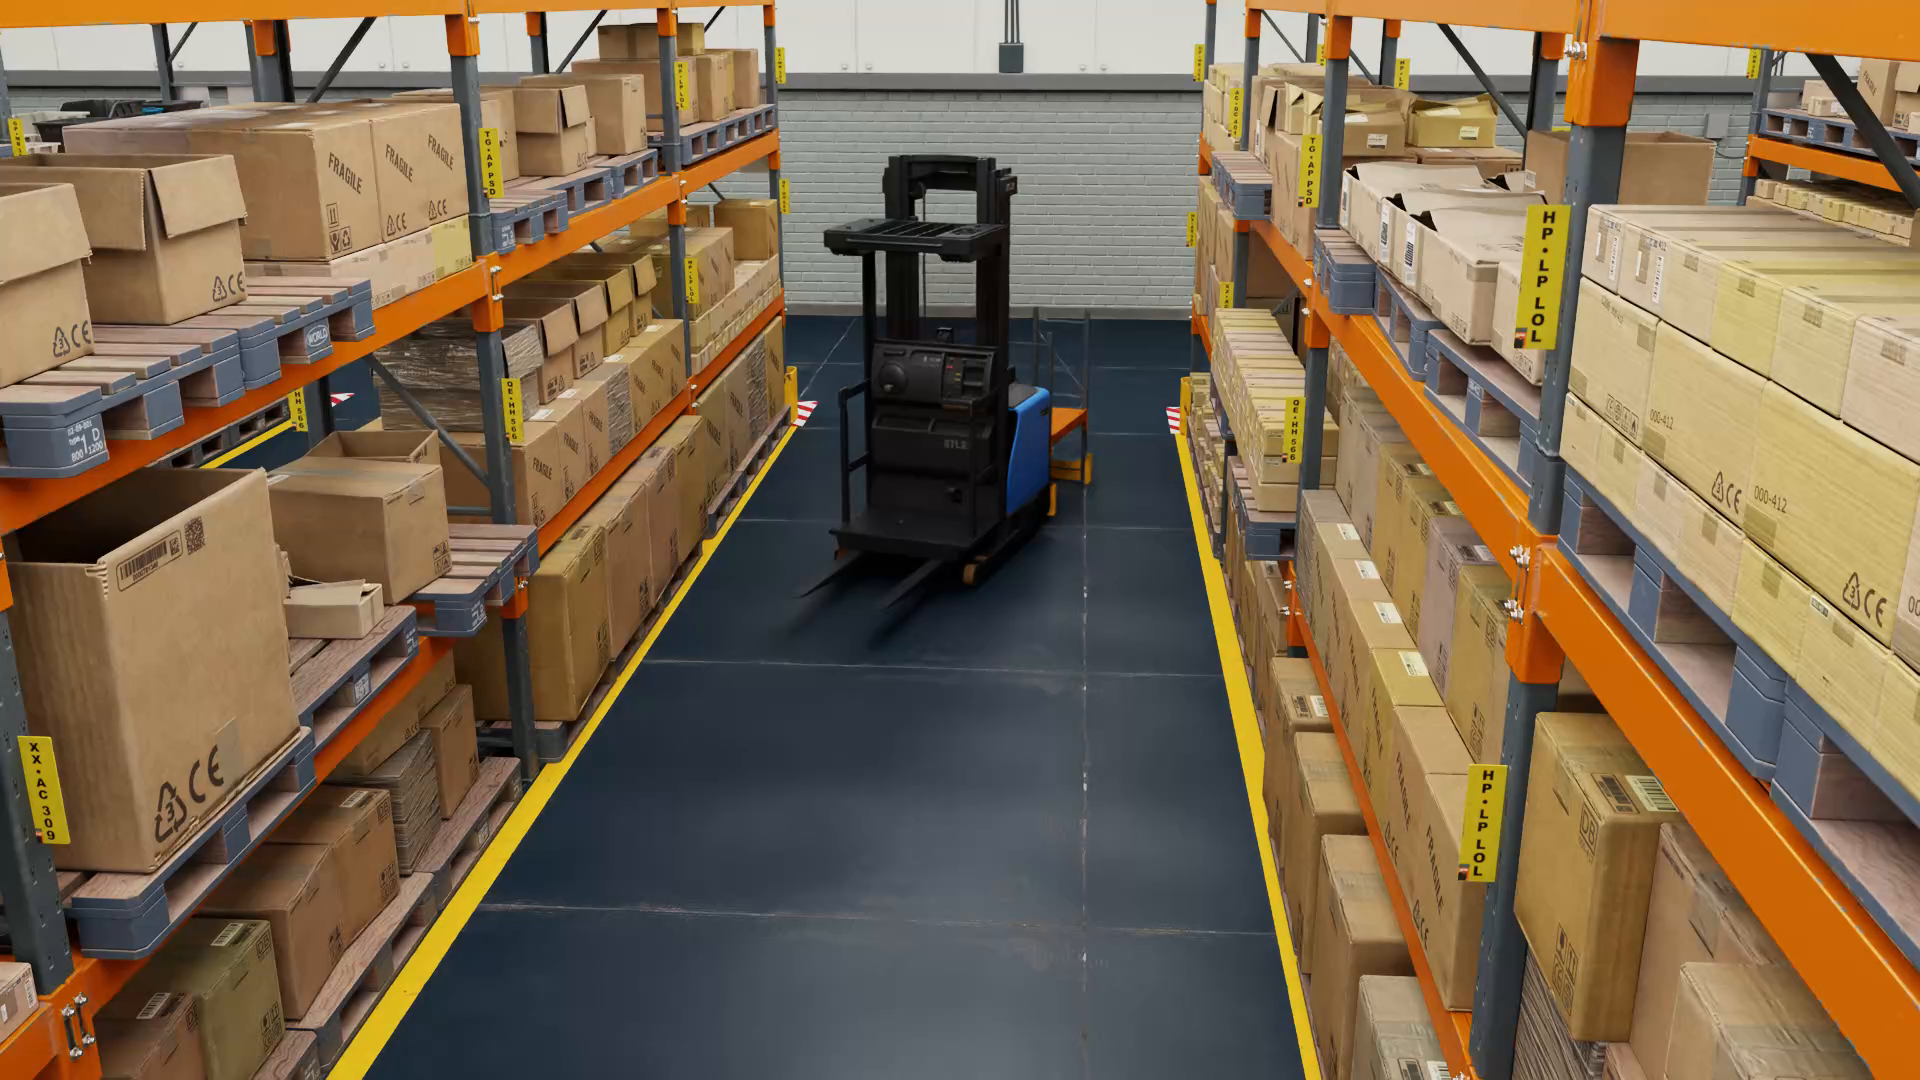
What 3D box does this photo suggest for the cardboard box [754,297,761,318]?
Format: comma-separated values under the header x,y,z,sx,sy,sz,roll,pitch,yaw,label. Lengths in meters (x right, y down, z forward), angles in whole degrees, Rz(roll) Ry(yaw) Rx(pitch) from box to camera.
x,y,z,sx,sy,sz,roll,pitch,yaw,label
-1.987,-2.078,14.850,0.380,0.149,0.250,1,18,3,cardboard box

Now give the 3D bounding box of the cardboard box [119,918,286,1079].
x,y,z,sx,sy,sz,roll,pitch,yaw,label
-2.960,1.736,6.117,0.700,0.500,0.500,1,18,4,cardboard box

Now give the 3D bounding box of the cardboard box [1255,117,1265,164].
x,y,z,sx,sy,sz,roll,pitch,yaw,label
2.162,-2.562,10.575,0.500,0.311,0.500,1,18,3,cardboard box

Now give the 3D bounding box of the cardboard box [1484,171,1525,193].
x,y,z,sx,sy,sz,roll,pitch,yaw,label
2.372,-1.304,6.577,0.500,0.311,0.500,1,18,4,cardboard box

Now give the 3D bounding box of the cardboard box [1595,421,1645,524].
x,y,z,sx,sy,sz,roll,pitch,yaw,label
1.479,-0.130,3.254,0.380,0.149,0.250,1,18,4,cardboard box

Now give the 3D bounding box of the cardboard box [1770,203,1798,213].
x,y,z,sx,sy,sz,roll,pitch,yaw,label
7.317,-2.630,14.367,0.500,0.500,0.500,1,18,2,cardboard box

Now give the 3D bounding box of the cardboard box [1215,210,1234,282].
x,y,z,sx,sy,sz,roll,pitch,yaw,label
2.230,-2.224,12.650,0.500,0.500,0.500,1,18,2,cardboard box

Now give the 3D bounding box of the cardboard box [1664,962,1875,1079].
x,y,z,sx,sy,sz,roll,pitch,yaw,label
1.701,1.104,2.760,0.875,0.550,0.550,1,18,4,cardboard box

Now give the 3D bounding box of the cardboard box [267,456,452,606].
x,y,z,sx,sy,sz,roll,pitch,yaw,label
-2.731,-0.050,7.424,0.700,0.500,0.500,4,19,12,cardboard box

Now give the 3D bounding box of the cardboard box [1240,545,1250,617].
x,y,z,sx,sy,sz,roll,pitch,yaw,label
2.057,0.292,10.556,0.500,0.500,0.500,2,18,5,cardboard box

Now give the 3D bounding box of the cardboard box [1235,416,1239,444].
x,y,z,sx,sy,sz,roll,pitch,yaw,label
1.822,-0.647,9.810,0.380,0.149,0.250,2,18,6,cardboard box

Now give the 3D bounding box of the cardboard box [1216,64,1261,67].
x,y,z,sx,sy,sz,roll,pitch,yaw,label
2.435,-4.097,14.590,0.380,0.149,0.250,2,18,6,cardboard box

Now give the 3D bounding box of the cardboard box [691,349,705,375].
x,y,z,sx,sy,sz,roll,pitch,yaw,label
-2.152,-1.355,12.644,0.380,0.149,0.250,1,18,4,cardboard box

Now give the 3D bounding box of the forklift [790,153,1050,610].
x,y,z,sx,sy,sz,roll,pitch,yaw,label
-0.277,-1.206,11.897,1.130,2.935,3.031,7,19,20,forklift

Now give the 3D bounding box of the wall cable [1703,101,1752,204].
x,y,z,sx,sy,sz,roll,pitch,yaw,label
9.462,-4.617,20.566,0.588,1.984,0.122,1,18,4,wall cable

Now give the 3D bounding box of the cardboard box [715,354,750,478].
x,y,z,sx,sy,sz,roll,pitch,yaw,label
-2.314,-1.062,14.086,0.875,0.875,0.875,1,18,4,cardboard box

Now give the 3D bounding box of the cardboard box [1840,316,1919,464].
x,y,z,sx,sy,sz,roll,pitch,yaw,label
1.406,-0.194,2.170,0.380,0.149,0.250,1,18,4,cardboard box

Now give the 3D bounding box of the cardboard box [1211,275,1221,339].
x,y,z,sx,sy,sz,roll,pitch,yaw,label
2.226,-1.754,12.822,0.500,0.500,0.500,1,18,2,cardboard box

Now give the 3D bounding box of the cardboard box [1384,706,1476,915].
x,y,z,sx,sy,sz,roll,pitch,yaw,label
1.668,0.864,5.307,0.500,0.500,0.500,1,18,3,cardboard box

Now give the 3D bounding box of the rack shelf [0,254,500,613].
x,y,z,sx,sy,sz,roll,pitch,yaw,label
-2.935,-0.610,6.305,1.077,0.370,4.000,1,18,4,rack shelf

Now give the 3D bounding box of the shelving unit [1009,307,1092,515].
x,y,z,sx,sy,sz,roll,pitch,yaw,label
0.683,-1.100,13.872,0.587,1.500,1.083,7,19,20,shelving unit

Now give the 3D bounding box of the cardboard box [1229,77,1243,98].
x,y,z,sx,sy,sz,roll,pitch,yaw,label
2.169,-3.291,12.131,0.380,0.149,0.250,1,18,4,cardboard box

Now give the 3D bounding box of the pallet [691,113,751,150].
x,y,z,sx,sy,sz,roll,pitch,yaw,label
-2.346,-3.405,13.822,1.003,0.211,1.213,1,18,4,pallet

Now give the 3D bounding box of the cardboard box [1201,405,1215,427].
x,y,z,sx,sy,sz,roll,pitch,yaw,label
2.270,-1.053,14.269,0.380,0.149,0.250,2,18,5,cardboard box

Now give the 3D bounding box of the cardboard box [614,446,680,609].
x,y,z,sx,sy,sz,roll,pitch,yaw,label
-2.594,-0.103,11.158,1.225,0.875,0.875,1,18,2,cardboard box

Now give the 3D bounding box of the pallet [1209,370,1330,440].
x,y,z,sx,sy,sz,roll,pitch,yaw,label
2.235,-0.922,11.229,1.003,0.211,1.213,1,18,4,pallet

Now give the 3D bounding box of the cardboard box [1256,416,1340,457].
x,y,z,sx,sy,sz,roll,pitch,yaw,label
1.726,-0.531,8.499,0.380,0.149,0.250,1,18,2,cardboard box

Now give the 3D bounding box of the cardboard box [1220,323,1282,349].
x,y,z,sx,sy,sz,roll,pitch,yaw,label
1.913,-1.332,10.945,0.380,0.149,0.250,1,18,4,cardboard box

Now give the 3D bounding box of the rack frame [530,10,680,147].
x,y,z,sx,sy,sz,roll,pitch,yaw,label
-2.505,-4.241,11.413,1.000,3.000,0.127,1,18,4,rack frame

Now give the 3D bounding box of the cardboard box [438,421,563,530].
x,y,z,sx,sy,sz,roll,pitch,yaw,label
-2.486,-0.340,8.983,0.500,0.500,0.500,2,18,6,cardboard box

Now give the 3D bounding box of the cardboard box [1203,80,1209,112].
x,y,z,sx,sy,sz,roll,pitch,yaw,label
2.430,-3.948,14.776,0.500,0.250,0.500,2,18,5,cardboard box

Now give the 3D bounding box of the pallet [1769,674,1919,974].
x,y,z,sx,sy,sz,roll,pitch,yaw,label
1.702,0.485,1.950,1.003,0.211,1.213,1,18,4,pallet

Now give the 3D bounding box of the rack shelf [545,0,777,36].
x,y,z,sx,sy,sz,roll,pitch,yaw,label
-2.362,-4.330,13.483,1.077,0.370,4.000,1,18,4,rack shelf

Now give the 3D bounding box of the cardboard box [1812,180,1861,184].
x,y,z,sx,sy,sz,roll,pitch,yaw,label
7.840,-3.126,14.837,0.380,0.149,0.250,2,18,5,cardboard box

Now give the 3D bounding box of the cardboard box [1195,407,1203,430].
x,y,z,sx,sy,sz,roll,pitch,yaw,label
2.296,-1.080,14.829,0.380,0.149,0.250,2,18,6,cardboard box

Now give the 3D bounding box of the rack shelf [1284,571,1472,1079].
x,y,z,sx,sy,sz,roll,pitch,yaw,label
2.005,0.958,6.339,1.077,0.370,4.000,1,18,4,rack shelf

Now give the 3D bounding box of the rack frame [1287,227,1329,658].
x,y,z,sx,sy,sz,roll,pitch,yaw,label
2.148,-0.005,8.122,1.000,3.000,0.127,1,18,4,rack frame

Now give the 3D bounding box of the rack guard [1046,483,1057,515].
x,y,z,sx,sy,sz,roll,pitch,yaw,label
0.504,-0.361,13.624,0.587,0.250,0.087,7,19,20,rack guard

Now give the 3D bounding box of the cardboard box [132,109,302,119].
x,y,z,sx,sy,sz,roll,pitch,yaw,label
-3.122,-1.560,7.087,0.500,0.500,0.500,1,18,4,cardboard box

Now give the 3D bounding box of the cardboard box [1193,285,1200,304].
x,y,z,sx,sy,sz,roll,pitch,yaw,label
2.371,-2.277,15.459,0.380,0.149,0.250,1,18,3,cardboard box

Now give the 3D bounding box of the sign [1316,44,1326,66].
x,y,z,sx,sy,sz,roll,pitch,yaw,label
3.274,-4.318,15.043,0.100,0.325,0.005,1,18,4,sign

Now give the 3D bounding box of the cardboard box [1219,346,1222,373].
x,y,z,sx,sy,sz,roll,pitch,yaw,label
1.913,-1.196,11.009,0.380,0.149,0.250,2,18,5,cardboard box

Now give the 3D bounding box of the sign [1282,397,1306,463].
x,y,z,sx,sy,sz,roll,pitch,yaw,label
1.606,-0.527,7.982,0.100,0.325,0.005,1,18,4,sign

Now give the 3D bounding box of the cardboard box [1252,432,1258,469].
x,y,z,sx,sy,sz,roll,pitch,yaw,label
1.747,-0.473,8.802,0.380,0.149,0.250,2,18,6,cardboard box

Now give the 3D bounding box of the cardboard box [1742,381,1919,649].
x,y,z,sx,sy,sz,roll,pitch,yaw,label
1.477,-0.047,2.359,0.500,0.250,0.500,1,18,3,cardboard box

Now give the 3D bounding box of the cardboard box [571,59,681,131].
x,y,z,sx,sy,sz,roll,pitch,yaw,label
-2.509,-3.354,12.530,0.700,0.500,0.500,0,18,1,cardboard box

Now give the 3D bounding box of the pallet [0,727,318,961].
x,y,z,sx,sy,sz,roll,pitch,yaw,label
-2.879,0.952,5.509,1.003,0.211,1.213,1,18,4,pallet

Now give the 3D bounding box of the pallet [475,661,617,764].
x,y,z,sx,sy,sz,roll,pitch,yaw,label
-2.660,0.934,9.732,1.003,0.211,1.213,1,18,4,pallet

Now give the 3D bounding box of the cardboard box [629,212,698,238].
x,y,z,sx,sy,sz,roll,pitch,yaw,label
-2.589,-2.599,14.597,0.500,0.500,0.500,1,18,2,cardboard box

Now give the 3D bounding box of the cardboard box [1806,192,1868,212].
x,y,z,sx,sy,sz,roll,pitch,yaw,label
7.317,-2.812,13.879,0.380,0.149,0.250,1,18,4,cardboard box

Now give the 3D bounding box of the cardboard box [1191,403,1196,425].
x,y,z,sx,sy,sz,roll,pitch,yaw,label
2.365,-1.179,15.609,0.380,0.149,0.250,2,18,5,cardboard box
